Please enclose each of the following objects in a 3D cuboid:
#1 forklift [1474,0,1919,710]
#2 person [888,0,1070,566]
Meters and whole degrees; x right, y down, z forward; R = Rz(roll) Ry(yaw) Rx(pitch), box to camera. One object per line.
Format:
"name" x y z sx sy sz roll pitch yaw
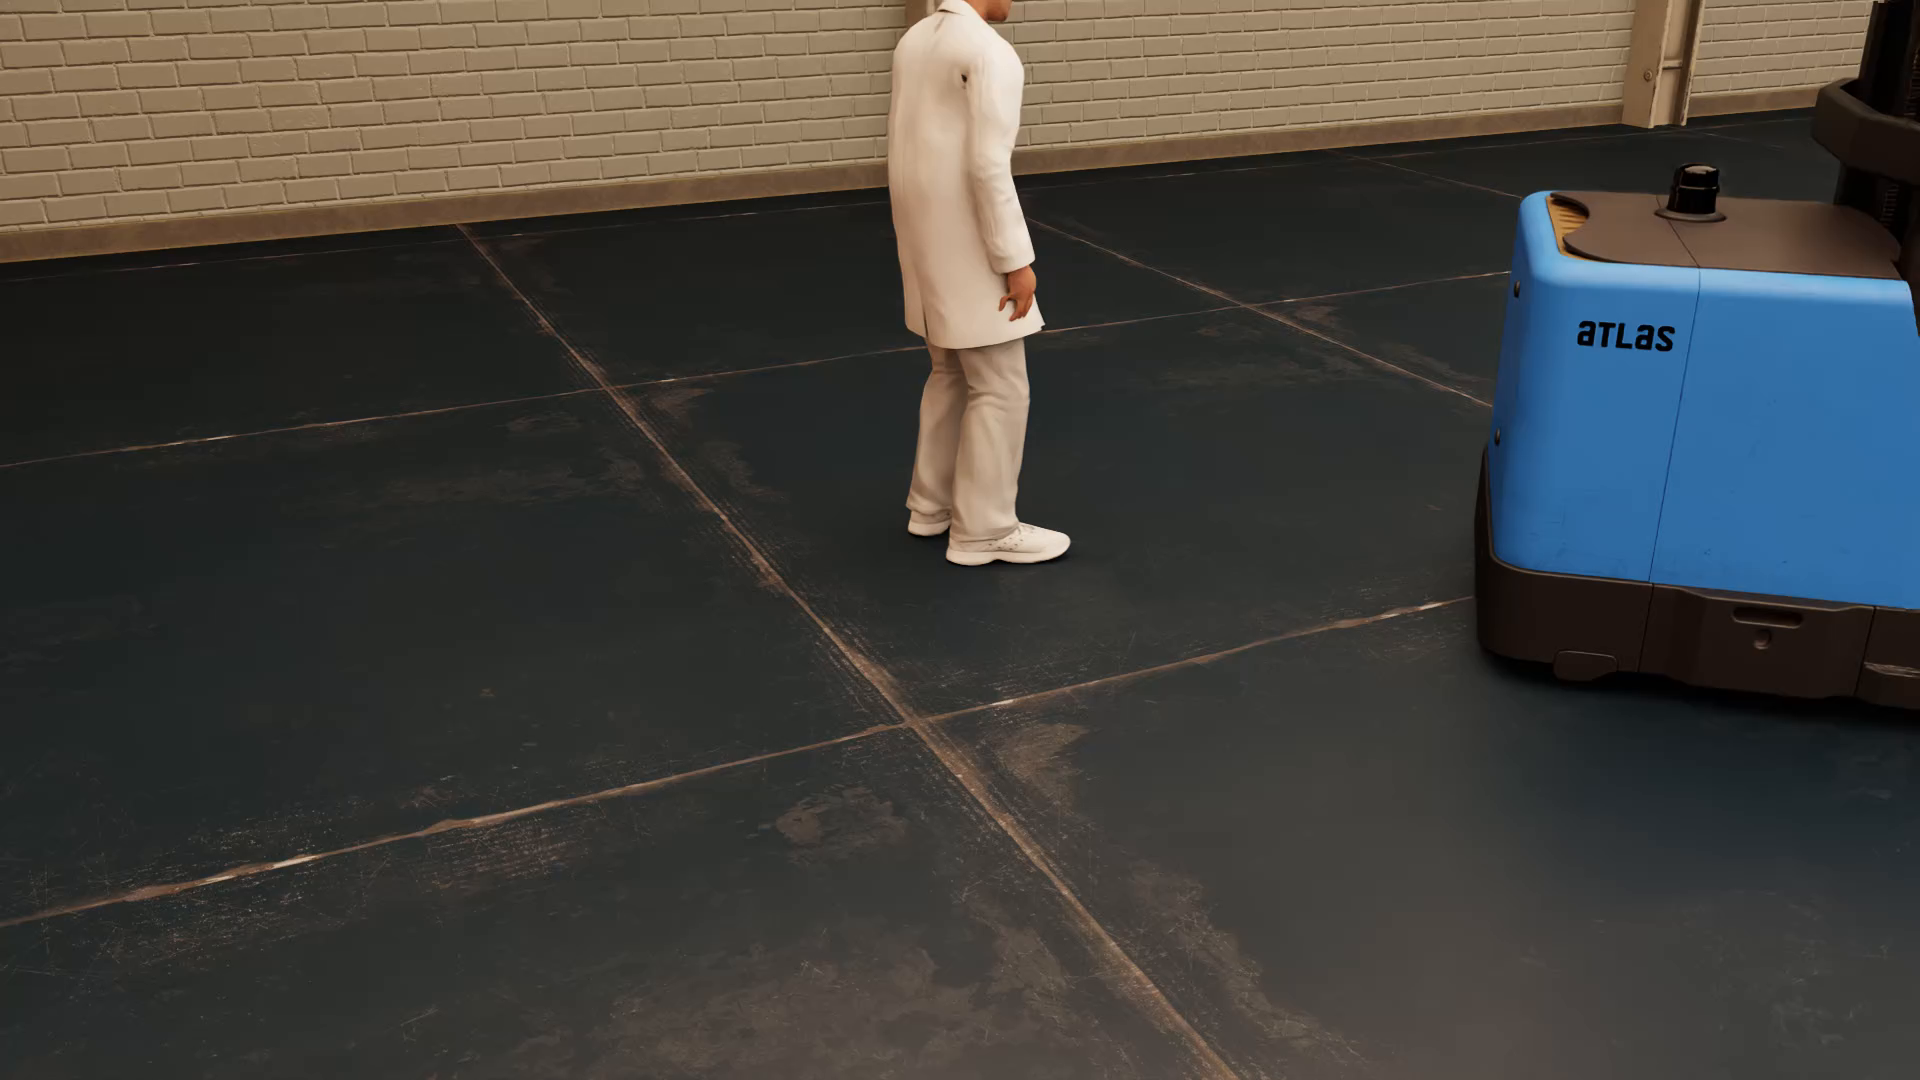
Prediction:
"forklift" 2.914 -1.035 3.778 3.031 2.935 1.130 6 23 14
"person" 0.025 -0.827 4.787 0.431 1.773 0.644 -11 25 -25
